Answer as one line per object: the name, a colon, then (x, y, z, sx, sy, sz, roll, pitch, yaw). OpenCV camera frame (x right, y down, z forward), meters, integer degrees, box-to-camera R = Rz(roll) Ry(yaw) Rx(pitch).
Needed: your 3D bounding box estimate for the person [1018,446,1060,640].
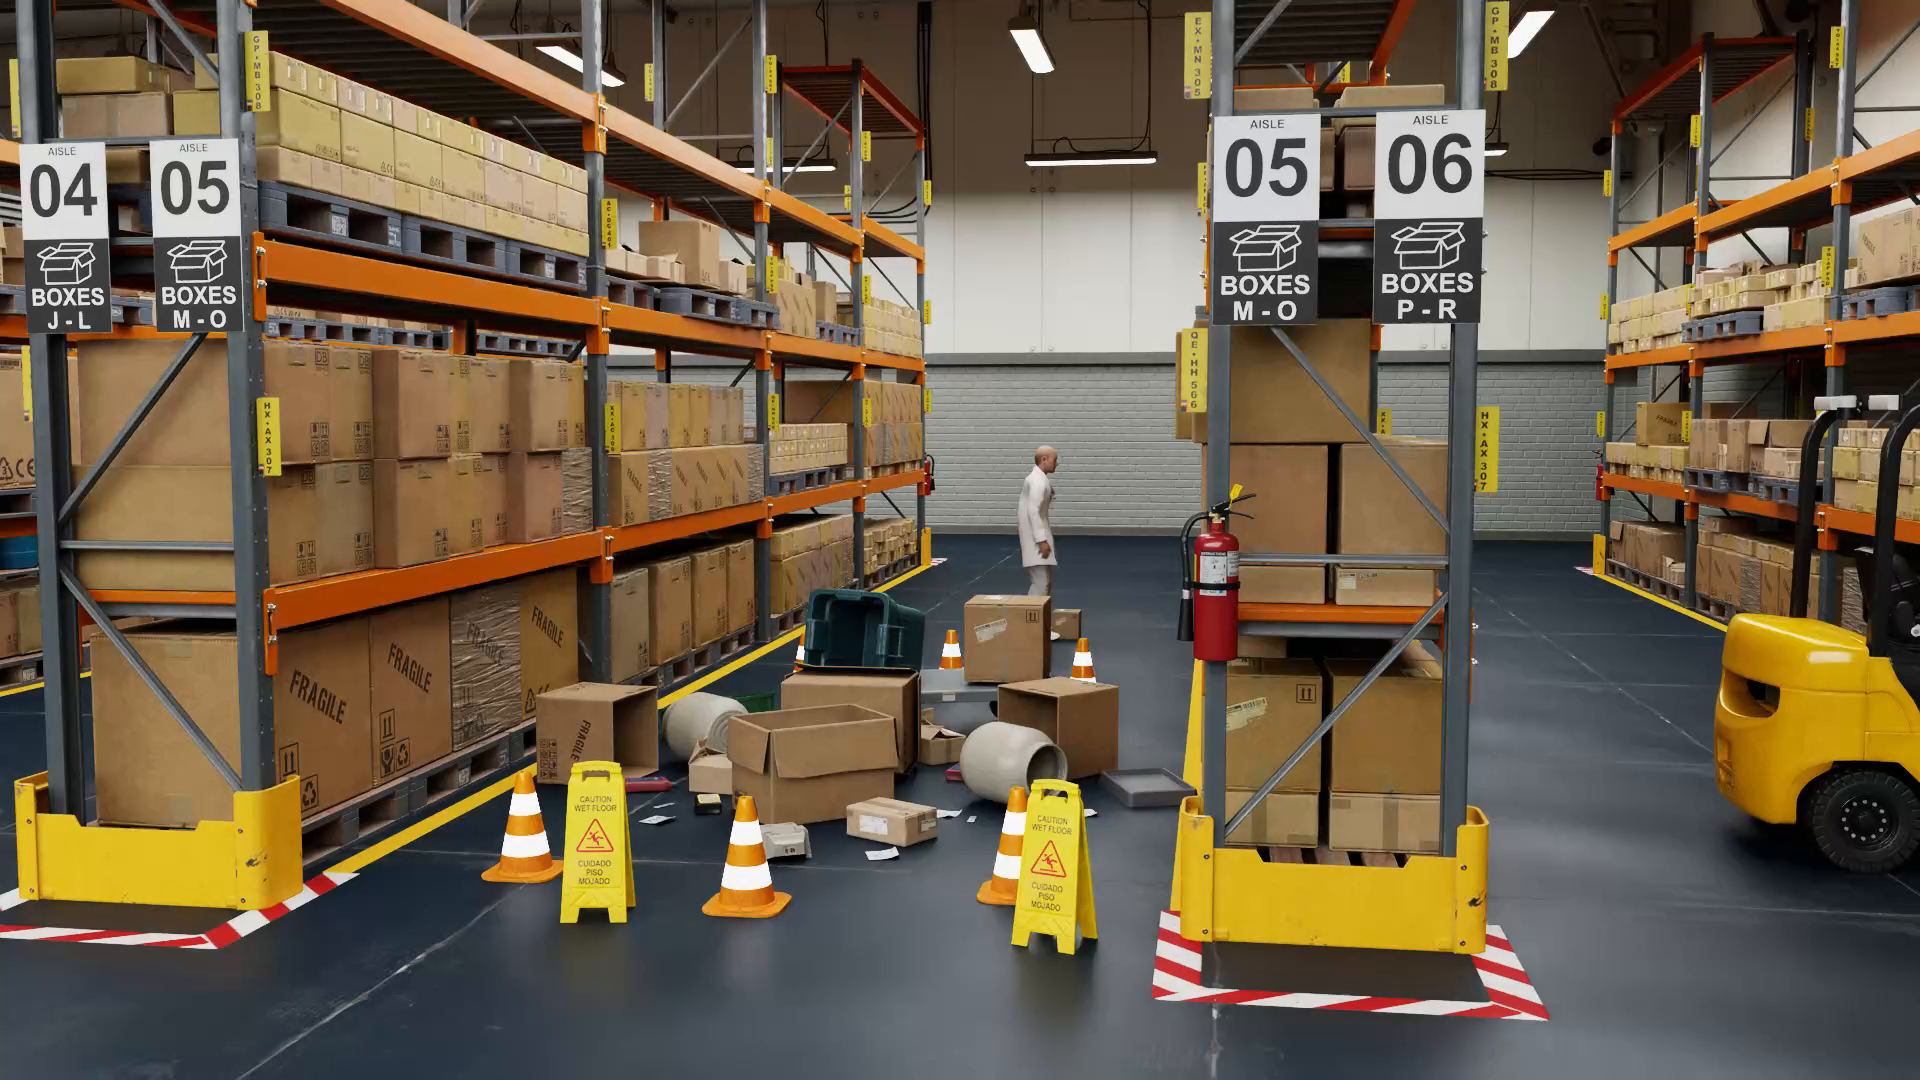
person: (0.743, 0.015, 15.380, 0.418, 1.775, 0.656, 0, 4, 6)
